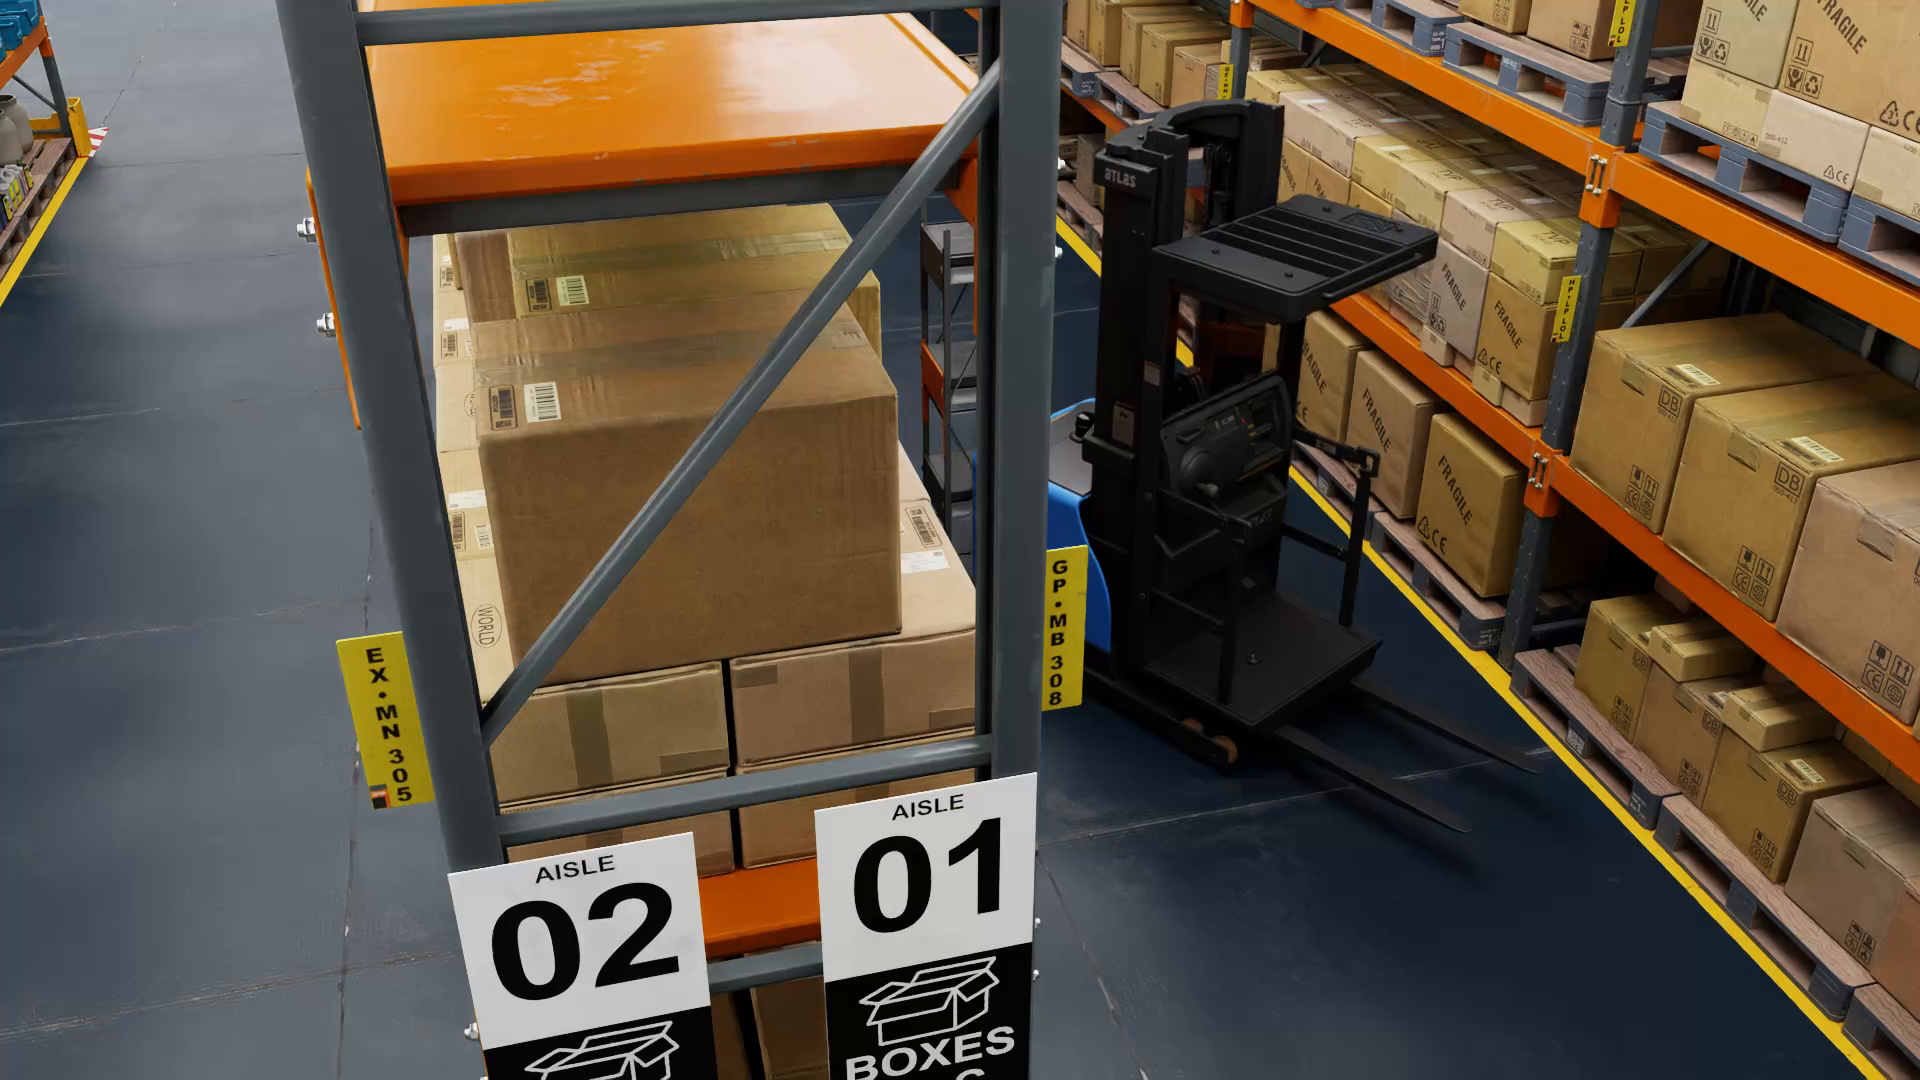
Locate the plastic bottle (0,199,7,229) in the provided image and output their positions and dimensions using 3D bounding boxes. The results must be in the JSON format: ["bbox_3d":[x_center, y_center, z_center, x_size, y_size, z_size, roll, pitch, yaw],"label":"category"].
[{"bbox_3d":[-8.183,-2.814,14.054,0.144,0.351,0.185,-9,31,-15],"label":"plastic bottle"}]

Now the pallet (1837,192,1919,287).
[{"bbox_3d":[3.884,-0.963,5.744,1.003,0.211,1.213,-8,31,-13],"label":"pallet"}]

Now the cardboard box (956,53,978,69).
[{"bbox_3d":[0.268,-5.164,18.153,0.500,0.311,0.500,-11,32,-19],"label":"cardboard box"}]

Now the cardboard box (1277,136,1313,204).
[{"bbox_3d":[2.307,-2.277,10.505,0.500,0.500,0.500,-7,31,-12],"label":"cardboard box"}]

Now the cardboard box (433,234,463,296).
[{"bbox_3d":[-1.273,-0.725,4.895,0.500,0.250,0.500,-8,31,-13],"label":"cardboard box"}]

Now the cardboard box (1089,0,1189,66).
[{"bbox_3d":[1.476,-4.264,13.814,0.700,0.500,0.500,-5,30,-8],"label":"cardboard box"}]

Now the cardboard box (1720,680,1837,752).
[{"bbox_3d":[3.510,0.748,7.122,0.380,0.149,0.250,-9,31,-15],"label":"cardboard box"}]

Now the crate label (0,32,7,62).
[{"bbox_3d":[-8.631,-4.328,14.430,0.502,0.435,0.616,-8,31,-13],"label":"crate label"}]

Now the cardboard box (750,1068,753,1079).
[{"bbox_3d":[-0.221,1.612,4.102,0.500,0.500,0.500,-7,31,-12],"label":"cardboard box"}]

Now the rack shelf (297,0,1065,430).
[{"bbox_3d":[-0.888,-1.345,4.043,1.077,0.370,4.000,-8,31,-13],"label":"rack shelf"}]

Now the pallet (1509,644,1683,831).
[{"bbox_3d":[3.483,0.897,8.221,1.003,0.211,1.213,-8,31,-13],"label":"pallet"}]

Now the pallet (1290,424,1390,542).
[{"bbox_3d":[2.751,-0.434,10.520,1.003,0.211,1.213,-8,31,-13],"label":"pallet"}]

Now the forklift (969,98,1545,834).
[{"bbox_3d":[1.429,-0.448,7.830,1.130,2.935,3.031,-26,39,-37],"label":"forklift"}]

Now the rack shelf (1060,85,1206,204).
[{"bbox_3d":[1.764,-3.274,13.361,1.077,0.370,4.000,-8,31,-13],"label":"rack shelf"}]

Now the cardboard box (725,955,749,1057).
[{"bbox_3d":[-0.367,0.928,4.286,0.500,0.500,0.500,-8,31,-13],"label":"cardboard box"}]

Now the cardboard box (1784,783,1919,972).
[{"bbox_3d":[3.869,1.335,6.756,0.700,0.500,0.500,-9,31,-15],"label":"cardboard box"}]

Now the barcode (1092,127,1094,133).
[{"bbox_3d":[1.296,-3.989,16.214,0.001,0.075,0.075,-8,31,-13],"label":"barcode"}]

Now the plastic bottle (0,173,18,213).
[{"bbox_3d":[-8.296,-3.020,14.409,0.144,0.351,0.185,-8,31,-14],"label":"plastic bottle"}]

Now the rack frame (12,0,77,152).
[{"bbox_3d":[-9.381,-5.166,15.912,1.000,3.000,0.127,-8,31,-13],"label":"rack frame"}]

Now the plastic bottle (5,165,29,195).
[{"bbox_3d":[-8.430,-3.224,14.836,0.152,0.276,0.135,-8,31,-13],"label":"plastic bottle"}]

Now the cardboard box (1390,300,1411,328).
[{"bbox_3d":[2.699,-1.333,9.520,0.380,0.149,0.250,-9,31,-15],"label":"cardboard box"}]

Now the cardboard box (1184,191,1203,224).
[{"bbox_3d":[1.962,-2.677,12.919,0.500,0.250,0.500,-7,31,-12],"label":"cardboard box"}]

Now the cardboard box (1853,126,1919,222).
[{"bbox_3d":[3.550,-1.282,5.839,0.500,0.250,0.500,-9,31,-15],"label":"cardboard box"}]

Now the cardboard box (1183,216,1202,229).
[{"bbox_3d":[2.029,-2.333,13.074,0.700,0.500,0.500,-8,31,-13],"label":"cardboard box"}]

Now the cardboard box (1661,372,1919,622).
[{"bbox_3d":[3.673,-0.200,7.033,0.980,0.700,0.700,-9,31,-15],"label":"cardboard box"}]

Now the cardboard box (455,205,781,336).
[{"bbox_3d":[-0.796,-0.595,3.923,0.700,0.500,0.500,-8,31,-13],"label":"cardboard box"}]

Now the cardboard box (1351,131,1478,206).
[{"bbox_3d":[2.588,-2.125,9.493,0.500,0.250,0.500,-8,31,-14],"label":"cardboard box"}]

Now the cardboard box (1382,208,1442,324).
[{"bbox_3d":[2.721,-1.547,9.242,0.500,0.500,0.500,-8,31,-13],"label":"cardboard box"}]

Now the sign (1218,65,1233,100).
[{"bbox_3d":[1.774,-3.010,11.110,0.100,0.325,0.005,-8,31,-13],"label":"sign"}]

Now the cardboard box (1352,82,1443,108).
[{"bbox_3d":[2.799,-2.690,10.468,0.500,0.250,0.500,-9,31,-15],"label":"cardboard box"}]

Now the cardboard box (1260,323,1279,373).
[{"bbox_3d":[2.363,-1.498,11.302,0.750,0.750,0.750,-8,31,-14],"label":"cardboard box"}]

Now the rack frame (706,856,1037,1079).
[{"bbox_3d":[-0.357,1.905,3.696,1.000,3.000,0.127,-8,31,-13],"label":"rack frame"}]

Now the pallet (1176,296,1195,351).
[{"bbox_3d":[2.089,-1.790,12.863,1.003,0.211,1.213,-8,31,-13],"label":"pallet"}]

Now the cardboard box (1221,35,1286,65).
[{"bbox_3d":[2.074,-3.450,11.761,0.380,0.149,0.250,-13,33,-22],"label":"cardboard box"}]

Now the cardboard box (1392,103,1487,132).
[{"bbox_3d":[2.932,-2.441,10.039,0.500,0.250,0.500,-9,31,-15],"label":"cardboard box"}]

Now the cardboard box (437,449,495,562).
[{"bbox_3d":[-0.872,-0.001,3.644,0.500,0.250,0.500,-8,31,-13],"label":"cardboard box"}]

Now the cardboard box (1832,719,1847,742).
[{"bbox_3d":[3.887,0.714,7.182,0.380,0.149,0.250,-8,31,-13],"label":"cardboard box"}]

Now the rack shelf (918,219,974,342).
[{"bbox_3d":[0.044,-1.423,8.973,0.431,0.518,0.480,-8,31,-13],"label":"rack shelf"}]

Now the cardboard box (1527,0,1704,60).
[{"bbox_3d":[3.229,-2.659,8.048,0.700,0.500,0.500,-10,31,-16],"label":"cardboard box"}]

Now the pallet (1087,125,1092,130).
[{"bbox_3d":[0.693,-4.255,17.121,1.003,0.211,1.213,-8,31,-13],"label":"pallet"}]

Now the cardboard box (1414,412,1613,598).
[{"bbox_3d":[3.058,-0.236,9.120,0.750,0.750,0.750,-7,31,-13],"label":"cardboard box"}]

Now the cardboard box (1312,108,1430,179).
[{"bbox_3d":[2.446,-2.371,9.917,0.500,0.250,0.500,-8,31,-13],"label":"cardboard box"}]

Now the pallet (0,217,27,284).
[{"bbox_3d":[-8.457,-2.357,13.843,1.003,0.211,1.213,-8,31,-13],"label":"pallet"}]

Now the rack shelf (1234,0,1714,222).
[{"bbox_3d":[2.825,-2.640,9.272,1.077,0.370,4.000,-8,31,-13],"label":"rack shelf"}]

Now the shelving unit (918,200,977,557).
[{"bbox_3d":[0.044,-0.829,9.317,0.431,2.100,0.503,-8,31,-13],"label":"shelving unit"}]

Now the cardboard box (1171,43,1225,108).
[{"bbox_3d":[1.986,-3.345,12.227,0.700,0.500,0.500,-11,32,-18],"label":"cardboard box"}]

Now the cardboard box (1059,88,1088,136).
[{"bbox_3d":[0.919,-4.156,16.223,0.500,0.500,0.500,-10,32,-17],"label":"cardboard box"}]

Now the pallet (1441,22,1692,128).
[{"bbox_3d":[3.065,-2.339,8.225,0.805,0.209,1.217,-9,31,-15],"label":"pallet"}]

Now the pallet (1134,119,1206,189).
[{"bbox_3d":[2.003,-2.866,12.131,1.213,0.211,1.003,-8,31,-13],"label":"pallet"}]

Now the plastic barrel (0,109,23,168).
[{"bbox_3d":[-8.999,-3.721,15.480,0.421,0.512,0.421,0,30,0],"label":"plastic barrel"}]

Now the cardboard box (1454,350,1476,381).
[{"bbox_3d":[2.879,-0.963,8.881,0.380,0.149,0.250,-7,31,-12],"label":"cardboard box"}]

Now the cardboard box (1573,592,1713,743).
[{"bbox_3d":[3.456,0.587,8.048,0.700,0.500,0.500,-7,31,-13],"label":"cardboard box"}]

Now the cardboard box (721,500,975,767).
[{"bbox_3d":[-0.243,0.172,3.345,0.500,0.250,0.500,-8,31,-13],"label":"cardboard box"}]

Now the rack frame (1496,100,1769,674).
[{"bbox_3d":[3.356,-0.688,8.175,1.000,3.000,0.127,-8,31,-13],"label":"rack frame"}]

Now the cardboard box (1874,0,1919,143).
[{"bbox_3d":[3.554,-1.604,5.645,0.500,0.500,0.500,-8,31,-13],"label":"cardboard box"}]

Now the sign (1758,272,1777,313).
[{"bbox_3d":[3.891,-1.171,8.067,0.100,0.325,0.005,-8,31,-13],"label":"sign"}]

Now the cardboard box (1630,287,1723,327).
[{"bbox_3d":[3.477,-1.124,8.512,0.500,0.500,0.500,-9,31,-15],"label":"cardboard box"}]

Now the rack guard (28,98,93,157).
[{"bbox_3d":[-9.315,-4.054,16.486,1.175,0.500,0.348,-8,31,-13],"label":"rack guard"}]
